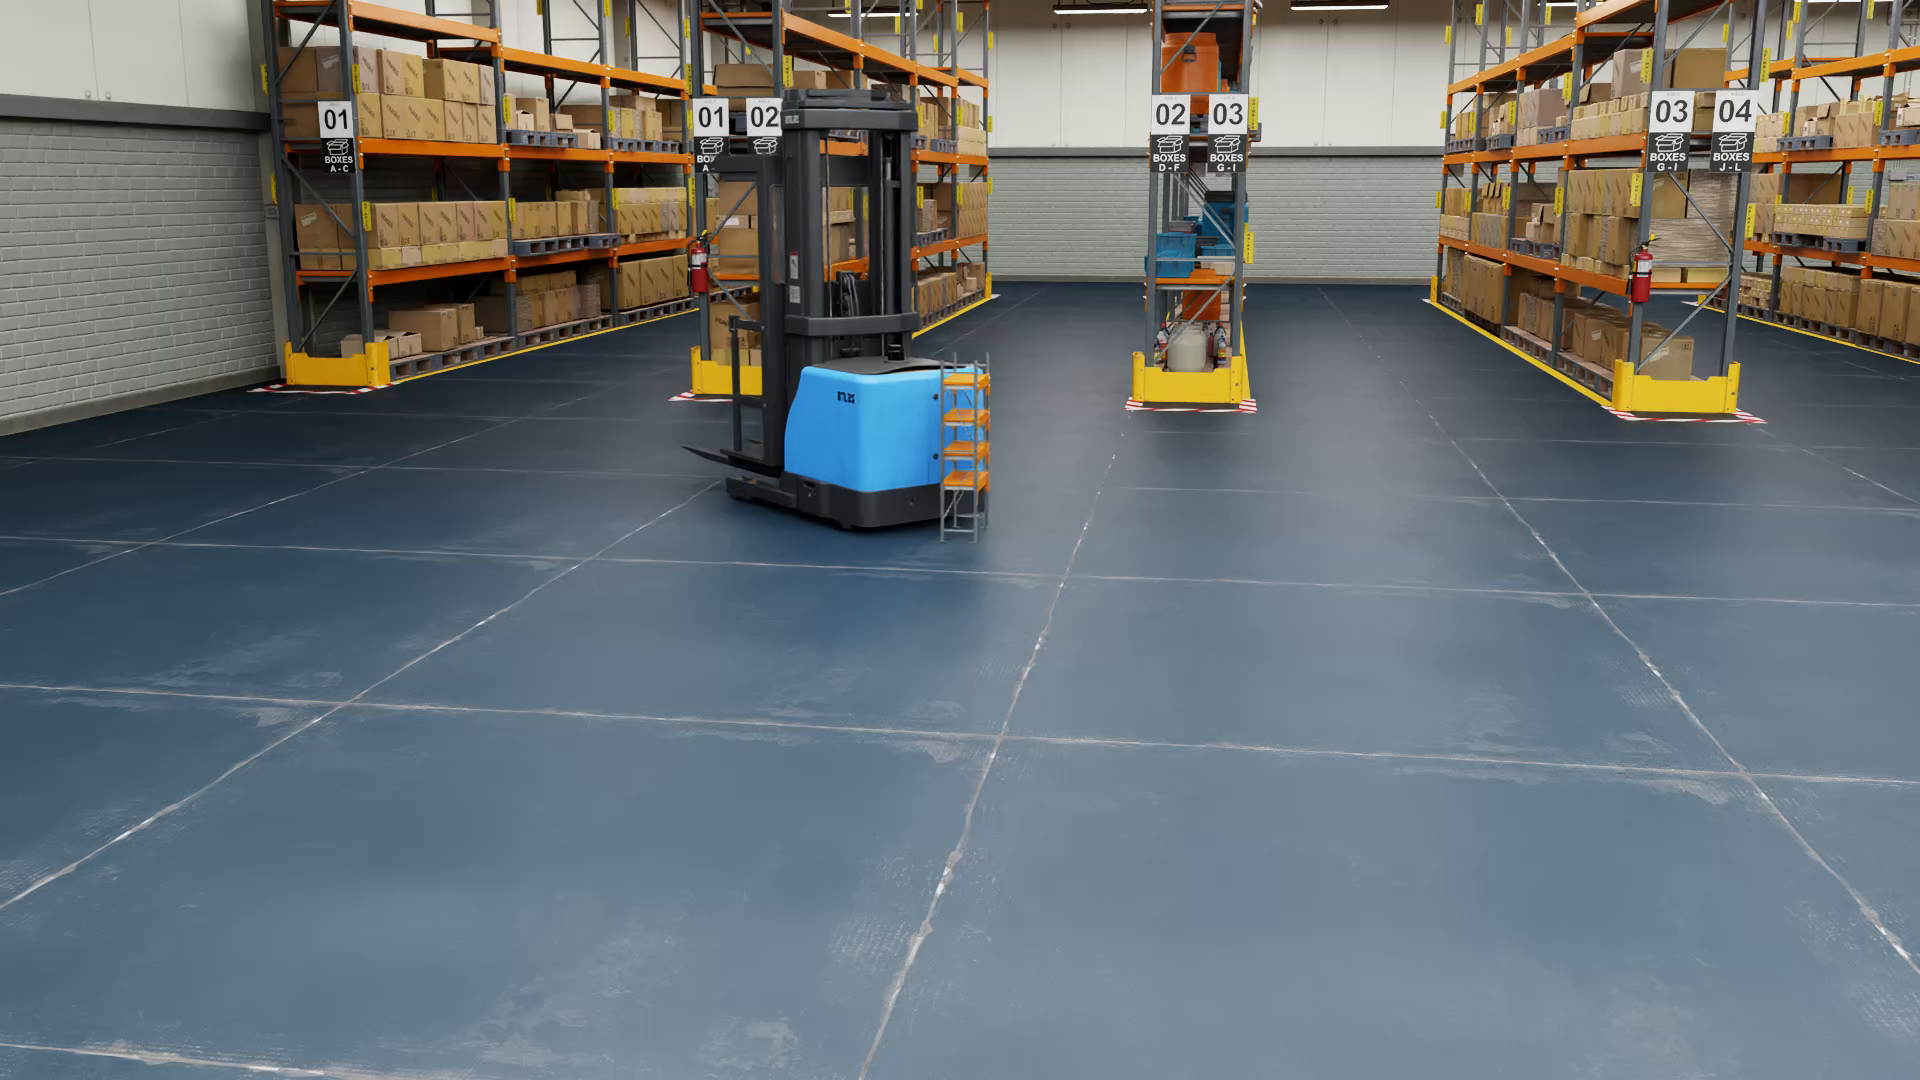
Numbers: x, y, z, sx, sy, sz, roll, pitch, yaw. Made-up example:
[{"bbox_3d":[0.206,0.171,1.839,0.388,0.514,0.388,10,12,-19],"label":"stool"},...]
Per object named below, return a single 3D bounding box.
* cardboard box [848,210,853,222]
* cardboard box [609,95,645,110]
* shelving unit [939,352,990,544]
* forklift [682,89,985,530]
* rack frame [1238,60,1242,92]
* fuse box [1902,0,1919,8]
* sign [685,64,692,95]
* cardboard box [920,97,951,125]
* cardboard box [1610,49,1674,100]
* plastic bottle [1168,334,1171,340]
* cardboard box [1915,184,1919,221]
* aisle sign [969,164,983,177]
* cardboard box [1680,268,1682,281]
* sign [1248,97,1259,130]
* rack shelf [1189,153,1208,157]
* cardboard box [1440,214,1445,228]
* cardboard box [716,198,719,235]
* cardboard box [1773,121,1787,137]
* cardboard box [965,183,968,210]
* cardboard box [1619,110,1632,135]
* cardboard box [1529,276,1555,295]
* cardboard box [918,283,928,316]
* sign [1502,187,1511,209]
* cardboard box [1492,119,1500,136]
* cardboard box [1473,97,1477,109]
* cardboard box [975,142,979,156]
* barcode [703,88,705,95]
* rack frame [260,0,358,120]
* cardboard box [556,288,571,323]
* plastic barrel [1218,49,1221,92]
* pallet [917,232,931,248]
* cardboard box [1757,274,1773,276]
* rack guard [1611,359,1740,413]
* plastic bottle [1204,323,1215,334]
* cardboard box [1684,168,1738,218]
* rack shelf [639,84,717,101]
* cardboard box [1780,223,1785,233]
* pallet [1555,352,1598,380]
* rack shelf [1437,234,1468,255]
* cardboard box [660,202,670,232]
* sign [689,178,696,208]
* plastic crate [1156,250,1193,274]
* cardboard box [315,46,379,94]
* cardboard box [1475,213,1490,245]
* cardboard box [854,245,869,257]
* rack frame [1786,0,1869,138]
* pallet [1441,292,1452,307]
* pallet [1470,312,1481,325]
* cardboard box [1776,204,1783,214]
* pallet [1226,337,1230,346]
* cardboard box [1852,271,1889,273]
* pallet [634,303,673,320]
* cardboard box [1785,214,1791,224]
[{"bbox_3d":[-1.616,-4.258,21.855,0.380,0.149,0.250,2,12,9],"label":"cardboard box"},{"bbox_3d":[-5.786,-7.583,28.879,0.500,0.250,0.500,1,12,7],"label":"cardboard box"},{"bbox_3d":[0.035,-0.618,11.011,0.258,1.200,0.503,2,12,10],"label":"shelving unit"},{"bbox_3d":[-1.093,-1.760,12.201,1.130,2.935,3.031,-9,15,-35],"label":"forklift"},{"bbox_3d":[3.108,-6.727,20.848,1.000,3.000,0.127,2,12,9],"label":"rack frame"},{"bbox_3d":[20.230,-11.485,35.330,0.513,0.334,0.176,2,12,9],"label":"fuse box"},{"bbox_3d":[-2.935,-5.004,18.059,0.100,0.325,0.005,2,12,9],"label":"sign"},{"bbox_3d":[-0.518,-7.727,29.999,0.700,0.500,0.500,2,12,9],"label":"cardboard box"},{"bbox_3d":[7.375,-5.037,17.996,0.500,0.500,0.500,2,12,9],"label":"cardboard box"},{"bbox_3d":[2.630,-2.396,20.412,0.152,0.276,0.135,2,12,9],"label":"plastic bottle"},{"bbox_3d":[13.271,-4.517,22.223,0.700,0.500,0.500,2,12,8],"label":"cardboard box"},{"bbox_3d":[0.373,-7.729,33.565,0.394,0.787,0.004,2,12,9],"label":"aisle sign"},{"bbox_3d":[7.724,-2.781,17.376,0.380,0.149,0.250,2,12,9],"label":"cardboard box"},{"bbox_3d":[3.036,-4.414,17.212,0.100,0.325,0.005,2,12,9],"label":"sign"},{"bbox_3d":[3.416,-5.325,23.172,1.077,0.370,4.000,2,12,9],"label":"rack shelf"},{"bbox_3d":[9.507,-6.113,31.888,0.500,0.250,0.500,2,12,7],"label":"cardboard box"},{"bbox_3d":[-5.131,-6.343,32.595,0.980,0.700,0.700,1,12,6],"label":"cardboard box"},{"bbox_3d":[13.938,-6.859,27.751,0.500,0.250,0.500,1,12,6],"label":"cardboard box"},{"bbox_3d":[-0.126,-6.355,30.751,0.500,0.500,0.500,1,12,7],"label":"cardboard box"},{"bbox_3d":[7.284,-4.407,17.558,0.500,0.250,0.500,2,12,9],"label":"cardboard box"},{"bbox_3d":[8.544,-3.686,24.085,0.500,0.250,0.500,2,12,11],"label":"cardboard box"},{"bbox_3d":[-0.818,-3.867,26.706,0.500,0.500,0.500,2,12,11],"label":"cardboard box"},{"bbox_3d":[8.069,-5.050,24.557,0.100,0.325,0.005,2,12,9],"label":"sign"},{"bbox_3d":[8.975,-6.702,27.066,0.500,0.311,0.500,1,12,7],"label":"cardboard box"},{"bbox_3d":[9.527,-7.848,29.917,0.500,0.250,0.500,1,12,7],"label":"cardboard box"},{"bbox_3d":[0.090,-7.523,32.017,0.500,0.250,0.500,2,12,9],"label":"cardboard box"},{"bbox_3d":[-2.831,-4.952,18.352,0.001,0.075,0.075,2,12,9],"label":"barcode"},{"bbox_3d":[-7.296,-6.215,18.474,1.000,3.000,0.127,2,12,9],"label":"rack frame"},{"bbox_3d":[-6.367,-3.582,25.383,0.700,0.500,0.500,2,12,8],"label":"cardboard box"},{"bbox_3d":[2.849,-5.507,20.122,0.600,0.901,0.708,2,12,9],"label":"plastic barrel"},{"bbox_3d":[-1.136,-4.838,26.778,1.213,0.211,1.003,2,12,9],"label":"pallet"},{"bbox_3d":[14.790,-4.774,30.383,0.380,0.149,0.250,1,12,6],"label":"cardboard box"},{"bbox_3d":[7.399,-1.595,17.208,1.175,0.500,0.348,2,12,9],"label":"rack guard"},{"bbox_3d":[3.152,-2.576,21.069,0.144,0.351,0.185,2,12,9],"label":"plastic bottle"},{"bbox_3d":[7.741,-3.590,17.215,0.500,0.500,0.500,2,12,9],"label":"cardboard box"},{"bbox_3d":[-5.143,-8.583,32.115,1.077,0.370,4.000,2,12,9],"label":"rack shelf"},{"bbox_3d":[13.566,-5.075,27.022,0.380,0.149,0.250,2,12,10],"label":"cardboard box"},{"bbox_3d":[7.934,-2.130,20.375,1.003,0.211,1.213,2,12,9],"label":"pallet"},{"bbox_3d":[9.540,-5.364,30.470,1.077,0.370,4.000,2,12,9],"label":"rack shelf"},{"bbox_3d":[-5.427,-5.670,29.191,0.500,0.500,0.500,2,12,9],"label":"cardboard box"},{"bbox_3d":[-2.935,-3.825,18.313,0.100,0.325,0.005,2,12,9],"label":"sign"},{"bbox_3d":[2.380,-3.138,18.787,0.499,0.251,0.408,2,12,9],"label":"plastic crate"},{"bbox_3d":[-6.997,-5.369,19.007,0.500,0.500,0.500,1,12,5],"label":"cardboard box"},{"bbox_3d":[8.838,-5.156,27.560,0.500,0.500,0.500,2,12,9],"label":"cardboard box"},{"bbox_3d":[-1.447,-4.011,23.080,0.380,0.149,0.250,2,12,9],"label":"cardboard box"},{"bbox_3d":[14.118,-8.050,26.987,1.000,3.000,0.127,2,12,9],"label":"rack frame"},{"bbox_3d":[9.802,-4.600,31.836,1.003,0.211,1.213,2,12,9],"label":"pallet"},{"bbox_3d":[9.188,-3.773,28.000,1.003,0.211,1.213,2,12,9],"label":"pallet"},{"bbox_3d":[13.603,-5.424,27.228,0.380,0.149,0.250,3,12,12],"label":"cardboard box"},{"bbox_3d":[3.191,-2.596,22.538,1.003,0.211,1.213,2,12,9],"label":"pallet"},{"bbox_3d":[14.015,-3.979,25.491,0.500,0.250,0.500,2,12,9],"label":"cardboard box"},{"bbox_3d":[-5.680,-4.000,29.052,1.003,0.211,1.213,2,12,9],"label":"pallet"},{"bbox_3d":[13.526,-5.171,26.759,0.380,0.149,0.250,2,12,10],"label":"cardboard box"}]
